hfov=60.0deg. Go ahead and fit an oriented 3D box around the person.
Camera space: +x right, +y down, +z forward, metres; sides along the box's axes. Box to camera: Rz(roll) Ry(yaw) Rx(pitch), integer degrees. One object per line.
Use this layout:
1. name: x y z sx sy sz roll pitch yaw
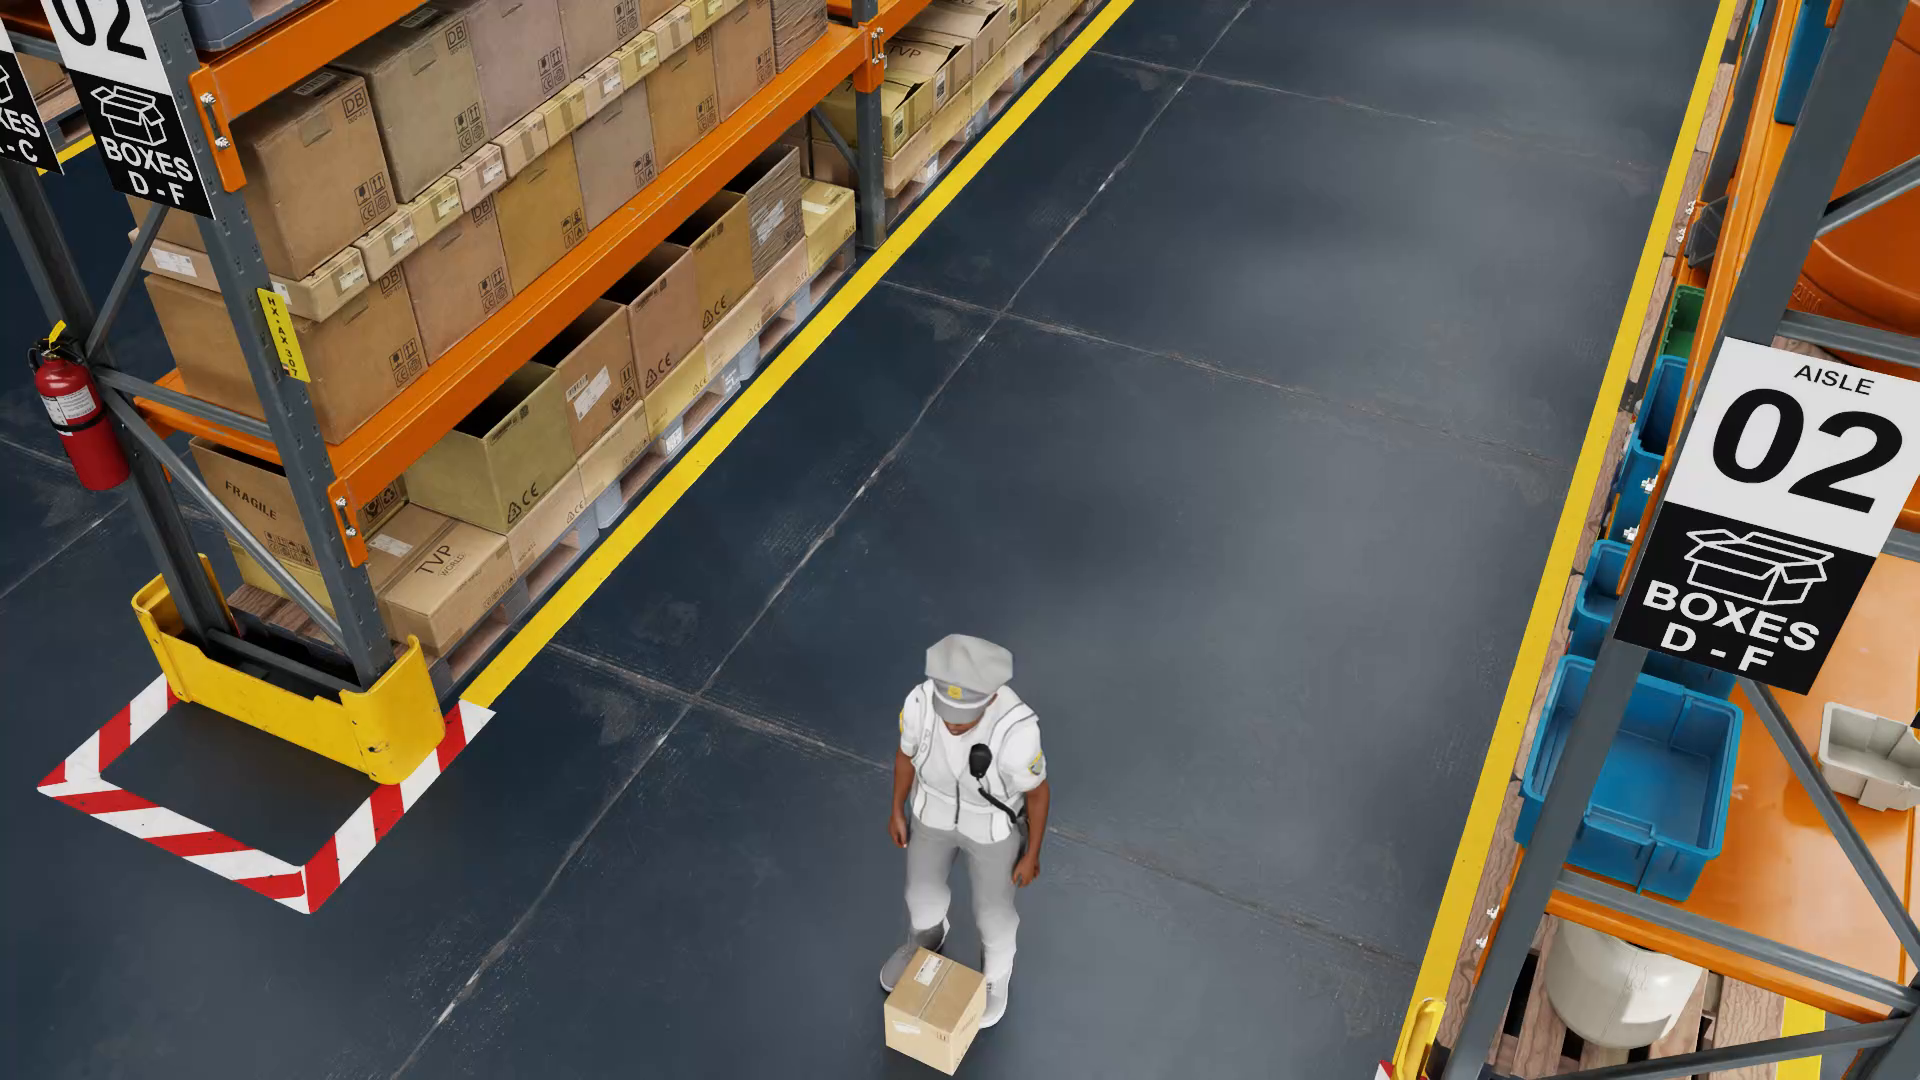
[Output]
1. person: 0.012 0.888 5.179 0.529 1.663 0.392 16 45 16
